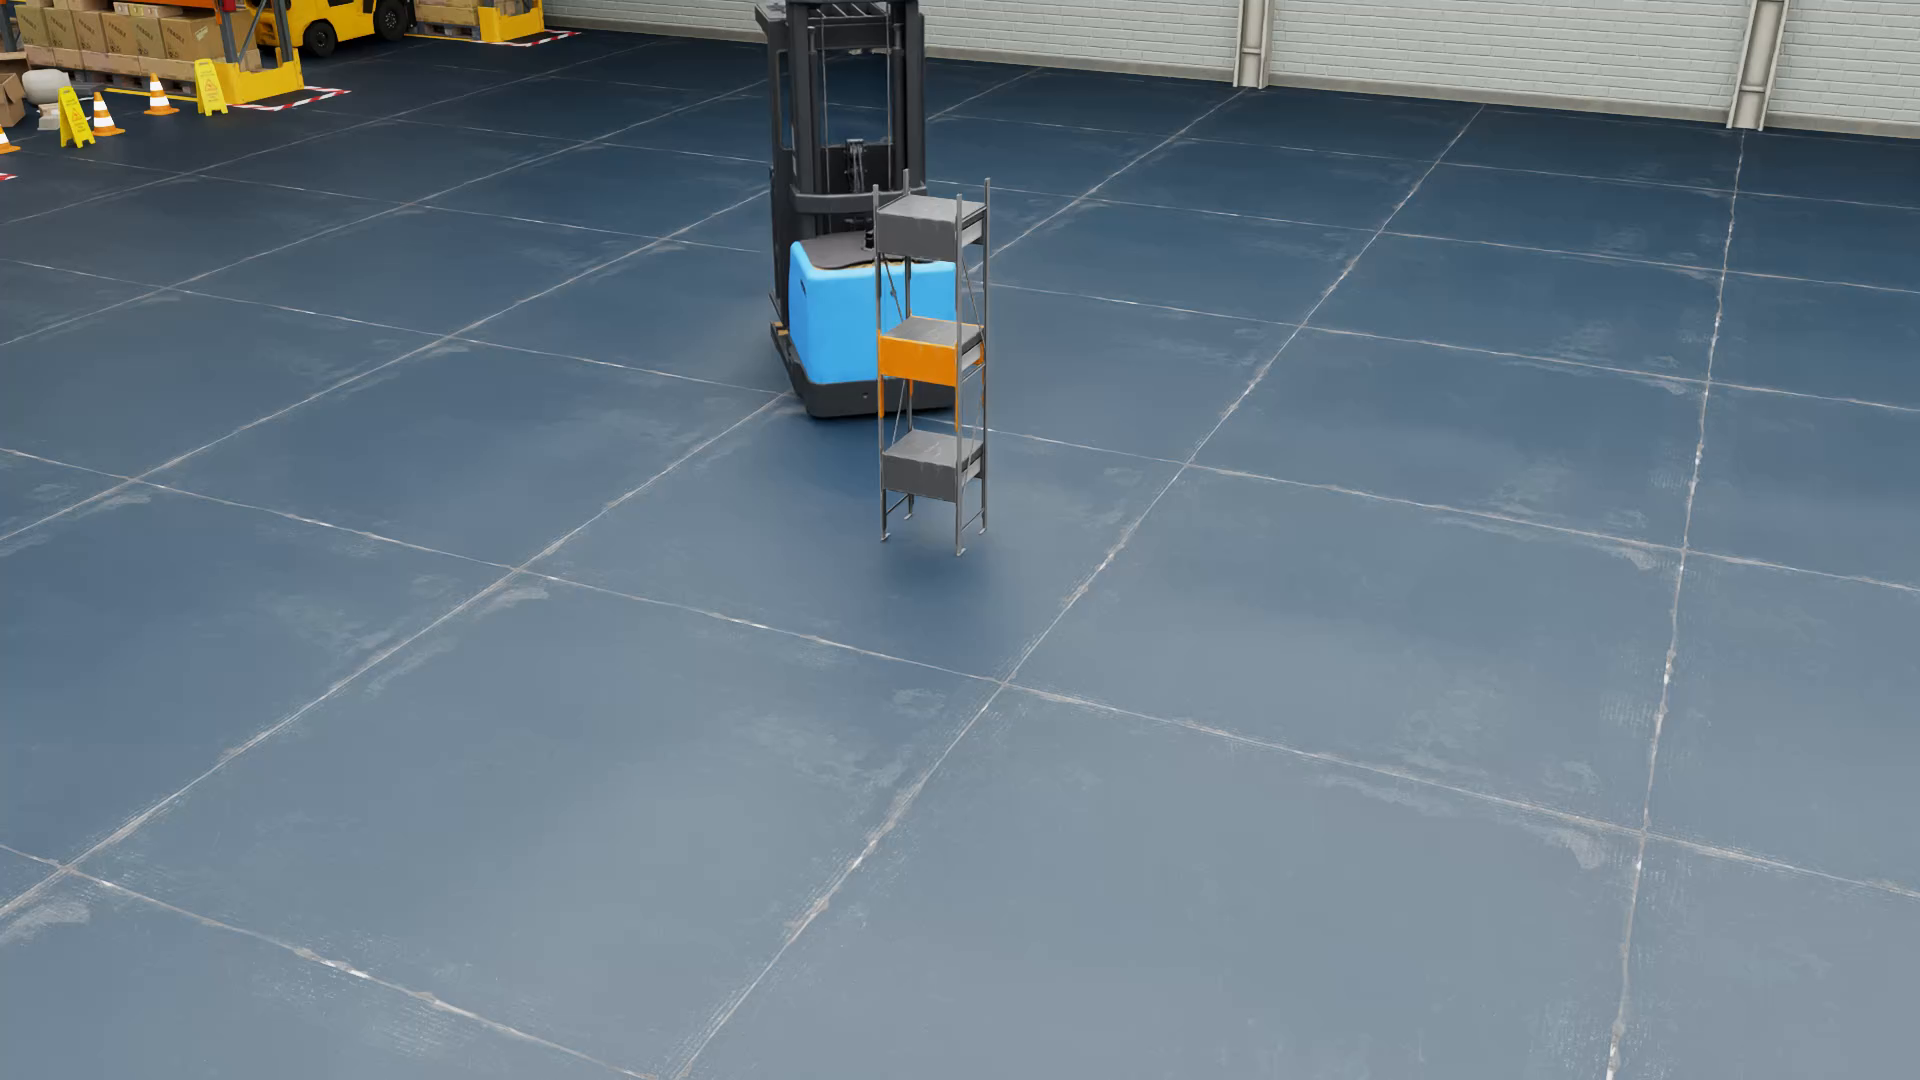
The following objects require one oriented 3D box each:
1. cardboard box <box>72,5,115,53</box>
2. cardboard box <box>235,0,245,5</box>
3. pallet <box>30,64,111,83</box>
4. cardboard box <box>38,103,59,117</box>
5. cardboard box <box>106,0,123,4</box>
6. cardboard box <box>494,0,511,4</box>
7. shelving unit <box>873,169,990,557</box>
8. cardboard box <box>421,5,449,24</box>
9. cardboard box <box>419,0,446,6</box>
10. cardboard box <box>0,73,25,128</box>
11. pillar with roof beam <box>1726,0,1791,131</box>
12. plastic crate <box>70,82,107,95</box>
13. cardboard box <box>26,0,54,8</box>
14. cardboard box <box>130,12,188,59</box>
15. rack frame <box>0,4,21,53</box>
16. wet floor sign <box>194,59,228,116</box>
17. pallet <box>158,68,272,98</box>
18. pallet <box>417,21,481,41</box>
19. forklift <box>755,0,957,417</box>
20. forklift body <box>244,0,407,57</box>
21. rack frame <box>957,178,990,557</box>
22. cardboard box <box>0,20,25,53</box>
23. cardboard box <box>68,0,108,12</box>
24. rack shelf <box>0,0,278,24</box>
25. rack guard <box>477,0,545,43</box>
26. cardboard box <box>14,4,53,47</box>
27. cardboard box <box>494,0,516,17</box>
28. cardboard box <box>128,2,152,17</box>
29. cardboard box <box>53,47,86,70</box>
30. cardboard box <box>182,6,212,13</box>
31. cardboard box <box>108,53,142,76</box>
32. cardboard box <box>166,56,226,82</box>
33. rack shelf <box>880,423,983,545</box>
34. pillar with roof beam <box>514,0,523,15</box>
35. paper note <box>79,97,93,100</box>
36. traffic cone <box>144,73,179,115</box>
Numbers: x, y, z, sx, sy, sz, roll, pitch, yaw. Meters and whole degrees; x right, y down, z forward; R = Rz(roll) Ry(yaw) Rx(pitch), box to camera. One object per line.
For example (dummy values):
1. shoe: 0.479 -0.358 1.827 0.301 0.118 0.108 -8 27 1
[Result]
1. cardboard box: -11.136 -6.662 21.674 0.500 0.500 0.500 13 29 24
2. cardboard box: -11.656 -9.131 27.114 0.625 0.625 0.875 11 28 21
3. pallet: -11.898 -6.416 22.543 1.213 0.211 1.003 11 28 22
4. cardboard box: -10.912 -5.193 20.129 0.380 0.149 0.250 -18 31 -31
5. cardboard box: -11.411 -6.974 22.309 0.500 0.500 0.500 12 29 23
6. cardboard box: -7.174 -8.390 25.466 0.500 0.250 0.500 12 29 23
7. shelving unit: -0.151 -0.972 9.348 0.503 2.100 0.431 11 28 22
8. cardboard box: -7.839 -8.049 25.341 0.500 0.250 0.500 11 28 22
9. cardboard box: -7.856 -8.279 25.242 0.500 0.250 0.500 11 28 21
10. cardboard box: -11.530 -5.228 19.798 0.637 0.503 0.797 -7 27 -14
11. pillar with roof beam: 7.511 -7.200 14.186 0.400 9.000 9.100 11 28 22
12. plastic crate: -11.435 -5.849 21.540 0.583 0.080 0.402 2 26 4
13. cardboard box: -12.010 -7.095 21.818 0.250 0.149 0.380 12 29 23
14. cardboard box: -10.197 -6.471 21.287 0.500 0.500 0.500 12 29 24
15. rack frame: -12.524 -7.776 22.148 0.127 3.000 1.000 11 28 22
16. wet floor sign: -9.153 -5.523 20.238 0.232 0.644 0.267 23 35 39
17. pallet: -9.677 -5.970 21.637 1.213 0.211 1.003 11 28 22
18. pallet: -7.545 -7.913 25.583 1.213 0.211 1.003 11 28 22
19. forklift: -0.842 -2.776 12.071 1.130 2.935 3.031 -6 27 -12
20. forklift body: -9.313 -8.273 24.119 1.214 2.155 2.313 11 28 22
21. rack frame: 0.071 -0.928 9.257 0.015 2.100 0.400 11 28 22
22. cardboard box: -13.003 -6.880 22.828 0.625 0.372 0.950 12 29 22
23. cardboard box: -11.295 -6.953 21.531 0.250 0.149 0.380 13 29 25
24. rack shelf: -10.704 -7.087 21.564 4.000 0.370 1.077 11 28 22
25. rack guard: -6.810 -7.915 25.261 0.348 0.500 1.175 11 28 22
26. cardboard box: -12.099 -6.851 22.057 0.500 0.500 0.500 13 29 24
27. cardboard box: -7.198 -8.164 25.574 0.500 0.250 0.500 11 28 22
28. cardboard box: -10.310 -6.756 21.130 0.250 0.149 0.380 12 29 23
29. cardboard box: -11.608 -6.421 22.034 0.500 0.250 0.500 13 29 25
30. cardboard box: -10.003 -6.692 21.735 0.500 0.500 0.500 10 28 20
31. cardboard box: -10.677 -6.230 21.646 0.500 0.250 0.500 10 28 20
32. cardboard box: -9.752 -6.043 21.266 0.500 0.250 0.500 11 28 22
33. rack shelf: -0.151 -0.332 9.663 0.480 0.518 0.431 11 28 22
34. pillar with roof beam: -8.875 -10.491 20.871 0.400 9.000 9.100 11 28 22
35. paper note: -11.092 -5.605 21.101 0.148 0.019 0.142 2 26 4
36. traffic cone: -9.809 -5.466 20.329 0.334 0.463 0.336 11 28 22
